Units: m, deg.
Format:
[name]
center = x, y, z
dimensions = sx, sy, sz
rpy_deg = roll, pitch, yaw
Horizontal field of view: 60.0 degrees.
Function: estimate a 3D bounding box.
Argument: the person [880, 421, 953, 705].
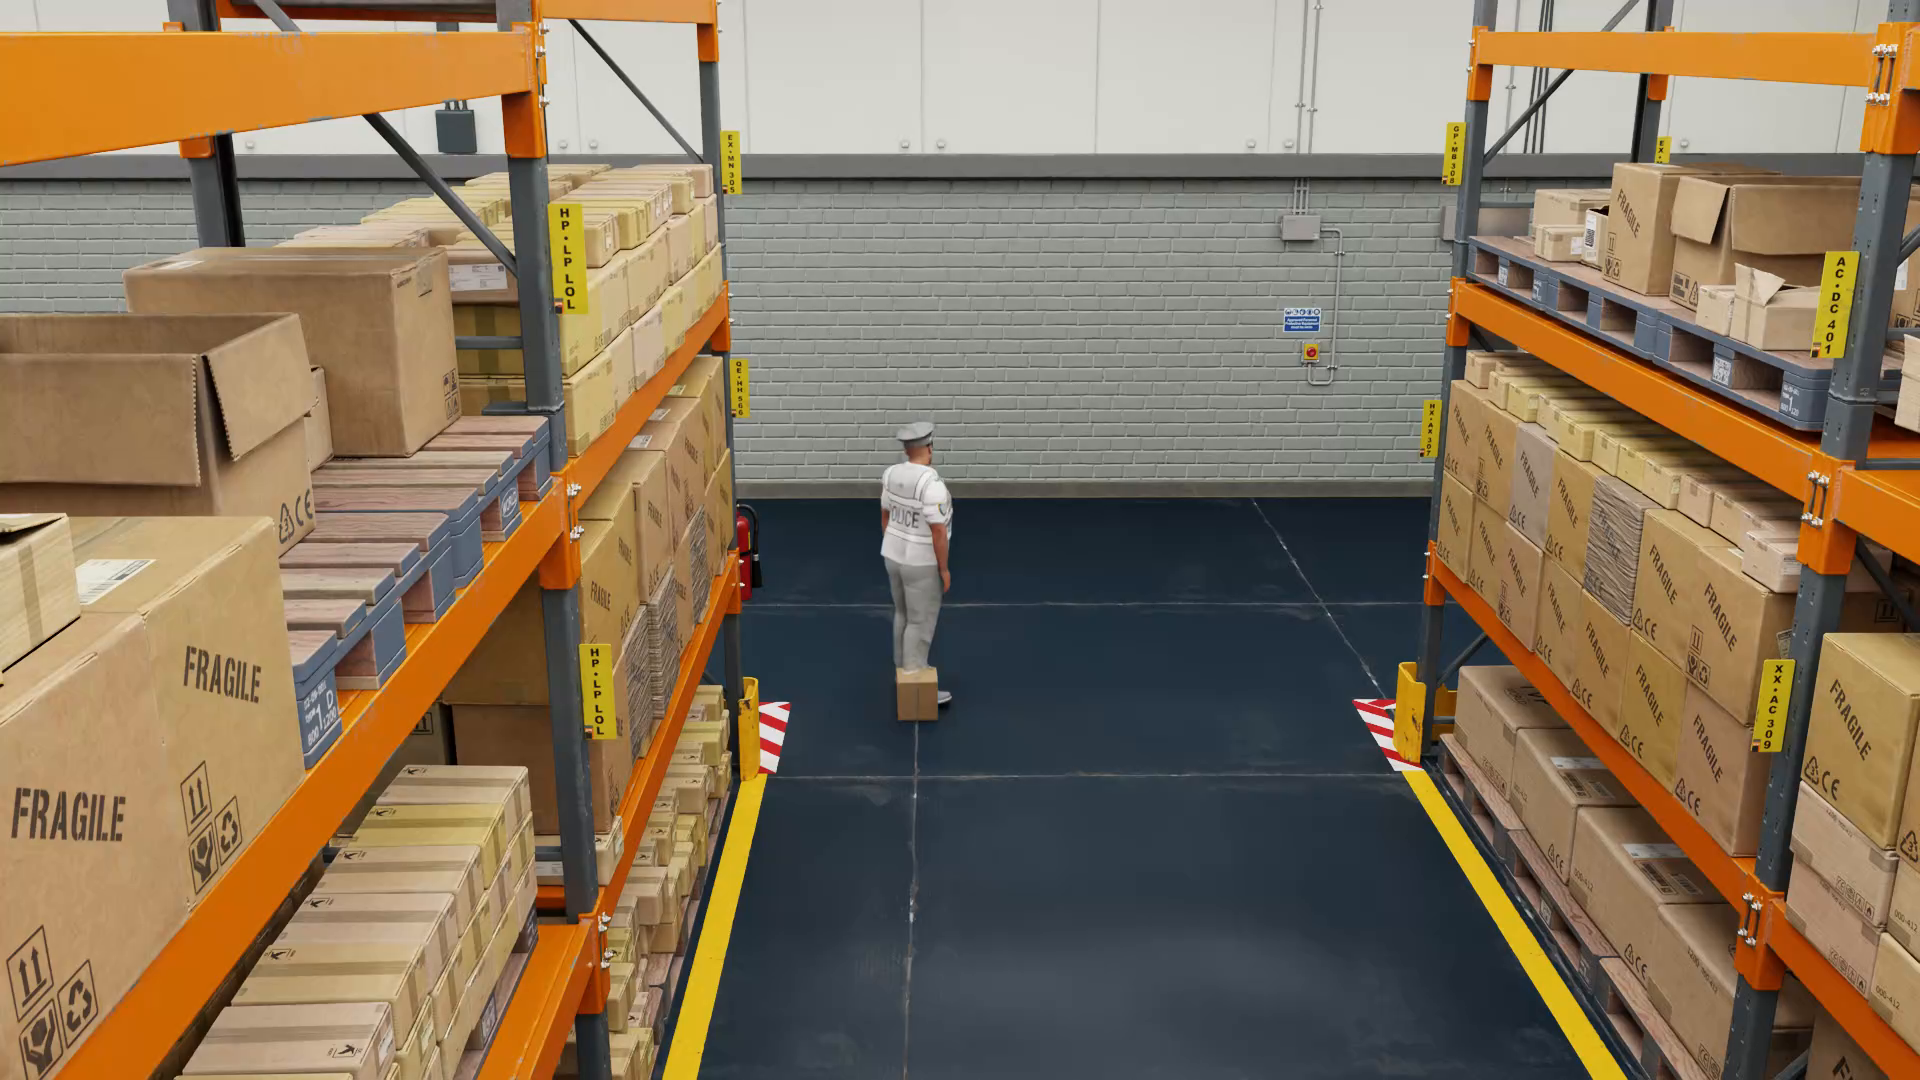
[person]
center = -0.253, 0.131, 10.519
dimensions = 0.476, 1.752, 0.594
rpy_deg = -13, 21, -36
